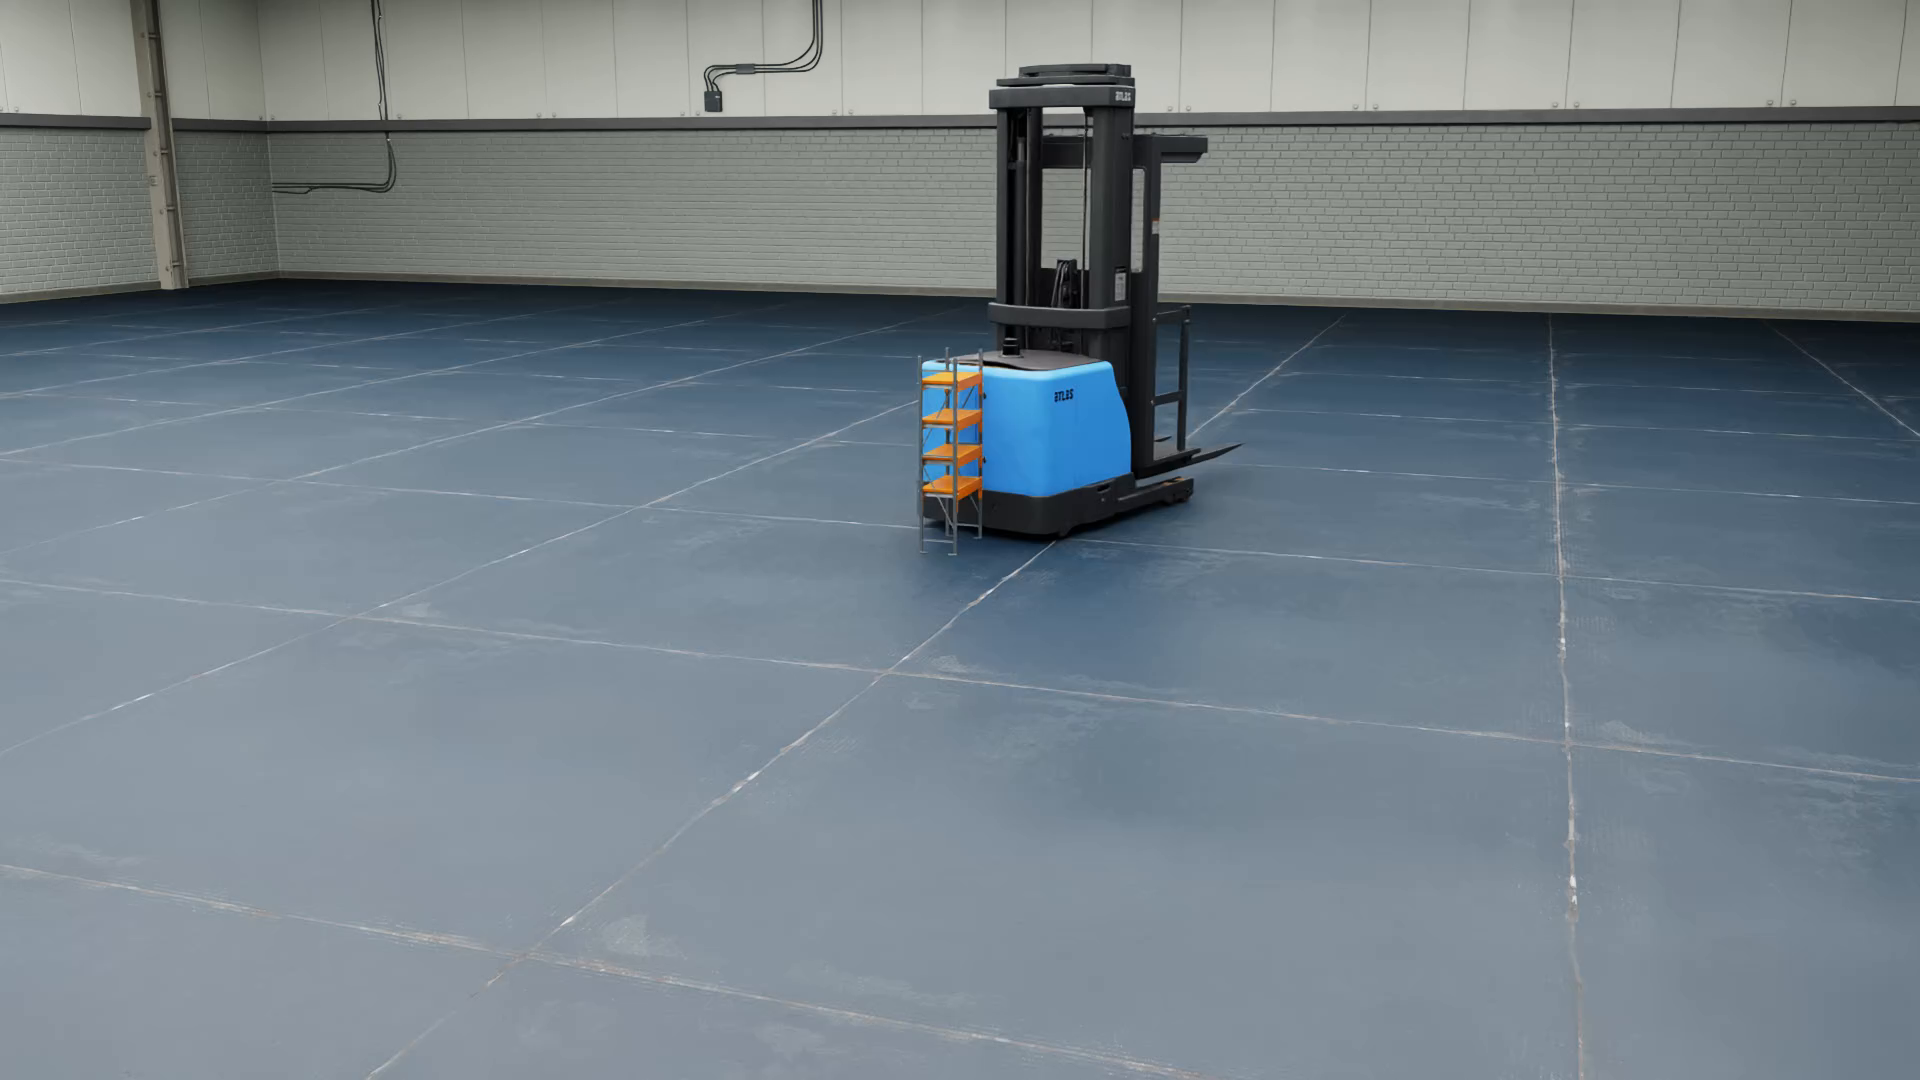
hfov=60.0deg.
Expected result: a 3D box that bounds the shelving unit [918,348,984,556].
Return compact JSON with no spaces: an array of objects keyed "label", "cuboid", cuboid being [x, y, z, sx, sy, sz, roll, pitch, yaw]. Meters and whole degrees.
[{"label":"shelving unit","cuboid":[-0.054,-0.550,10.202,0.258,1.200,0.503,4,14,18]}]

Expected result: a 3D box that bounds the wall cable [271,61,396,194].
[{"label":"wall cable","cuboid":[-12.485,-8.103,32.743,3.097,2.526,0.112,4,14,18]}]

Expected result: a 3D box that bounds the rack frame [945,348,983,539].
[{"label":"rack frame","cuboid":[0.025,-0.601,10.427,0.240,1.200,0.015,4,14,18]}]

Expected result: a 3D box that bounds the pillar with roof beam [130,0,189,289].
[{"label":"pillar with roof beam","cuboid":[-10.616,-8.781,28.739,9.100,9.000,0.400,4,14,18]}]

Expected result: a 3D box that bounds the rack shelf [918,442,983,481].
[{"label":"rack shelf","cuboid":[-0.054,-0.485,10.217,0.258,0.148,0.480,4,14,18]}]

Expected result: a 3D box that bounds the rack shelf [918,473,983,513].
[{"label":"rack shelf","cuboid":[-0.054,-0.291,10.261,0.258,0.148,0.480,4,14,18]}]

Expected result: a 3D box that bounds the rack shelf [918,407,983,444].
[{"label":"rack shelf","cuboid":[-0.054,-0.703,10.167,0.258,0.148,0.480,4,14,18]}]

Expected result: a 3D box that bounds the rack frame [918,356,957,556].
[{"label":"rack frame","cuboid":[-0.132,-0.499,9.977,0.240,1.200,0.015,4,14,18]}]

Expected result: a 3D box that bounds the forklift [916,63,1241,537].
[{"label":"forklift","cuboid":[0.990,-1.722,11.445,1.130,2.935,3.031,9,16,35]}]

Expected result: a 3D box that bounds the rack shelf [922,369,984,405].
[{"label":"rack shelf","cuboid":[-0.054,-0.933,10.114,0.258,0.148,0.480,4,14,18]}]

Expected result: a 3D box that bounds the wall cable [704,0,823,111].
[{"label":"wall cable","cuboid":[-3.507,-10.588,29.010,2.305,6.003,0.169,4,14,18]}]

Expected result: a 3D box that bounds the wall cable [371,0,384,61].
[{"label":"wall cable","cuboid":[-9.925,-10.370,31.327,3.097,2.526,0.112,4,14,18]}]
